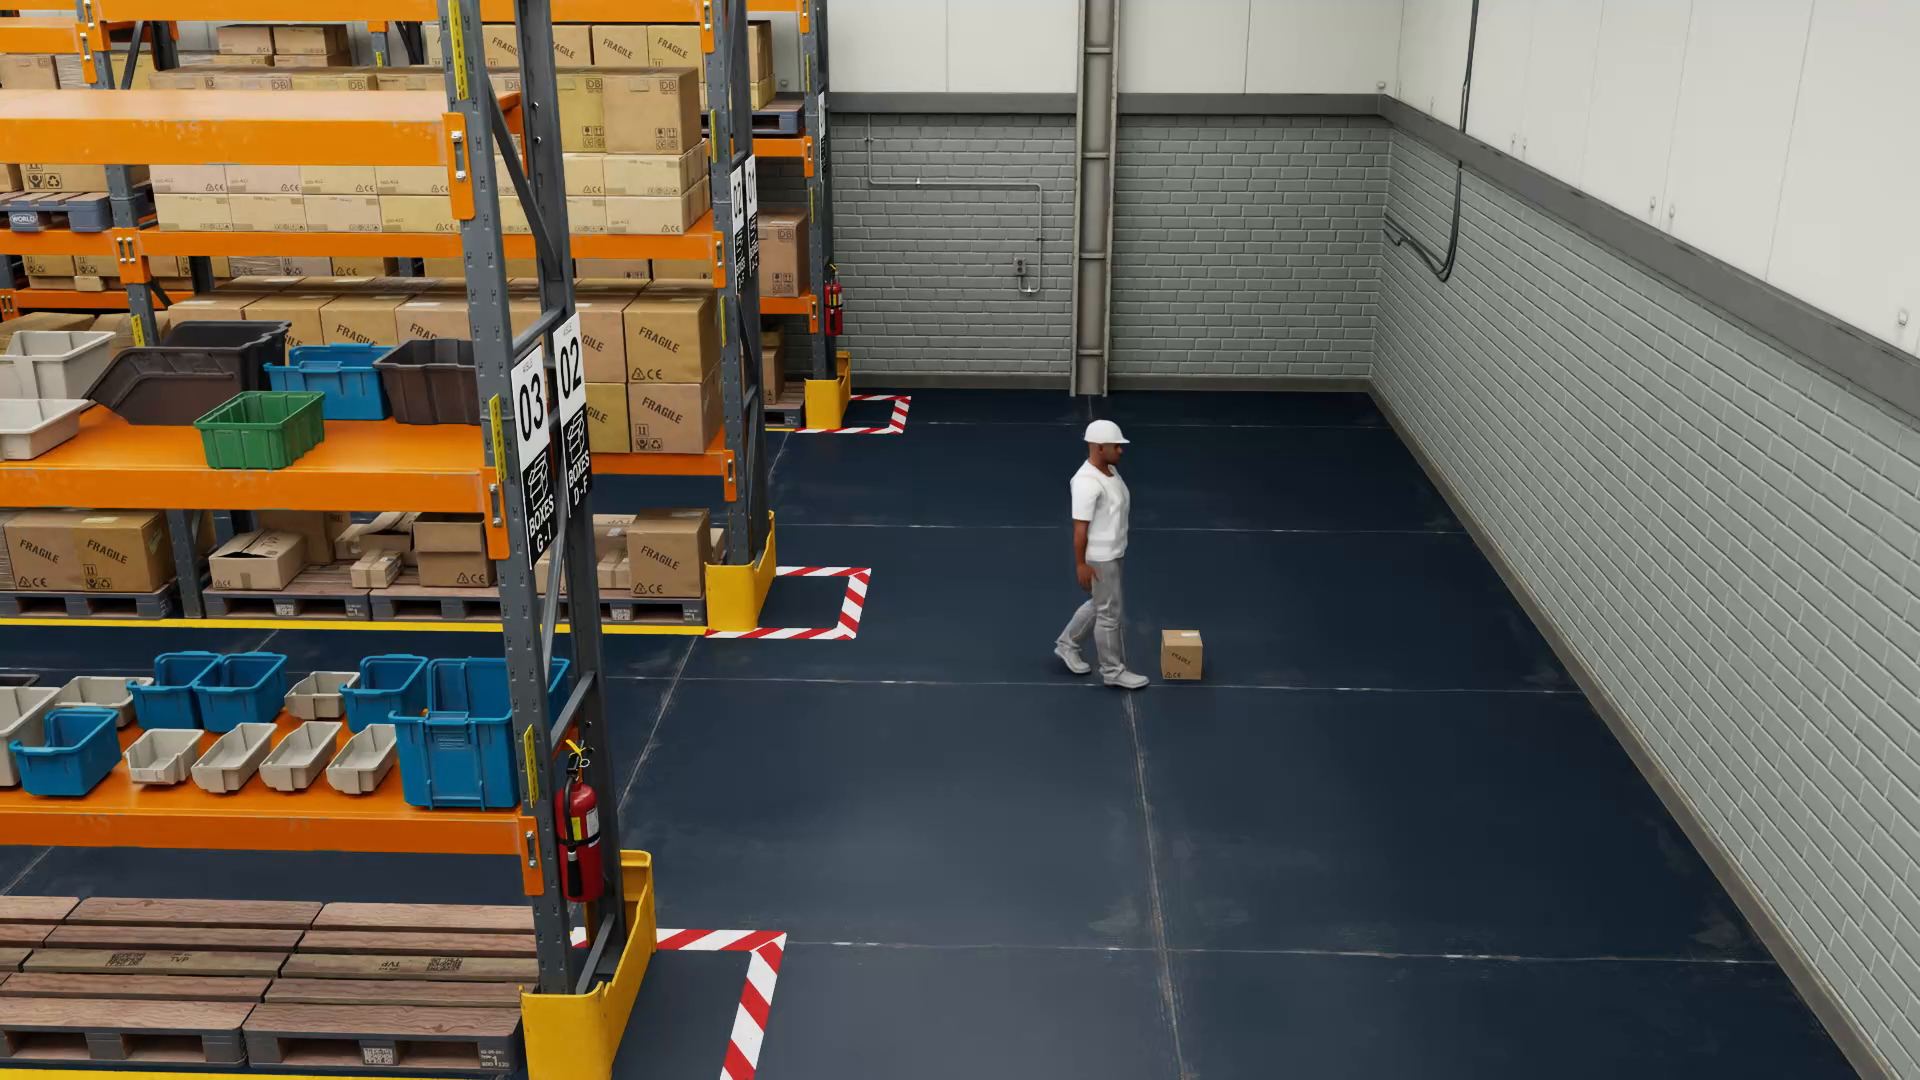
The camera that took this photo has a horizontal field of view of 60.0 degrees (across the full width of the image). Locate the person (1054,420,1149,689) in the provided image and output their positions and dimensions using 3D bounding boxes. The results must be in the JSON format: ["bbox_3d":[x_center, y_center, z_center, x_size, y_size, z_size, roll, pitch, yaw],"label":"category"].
[{"bbox_3d":[0.936,0.089,10.802,0.693,1.762,0.606,7,22,17],"label":"person"}]
